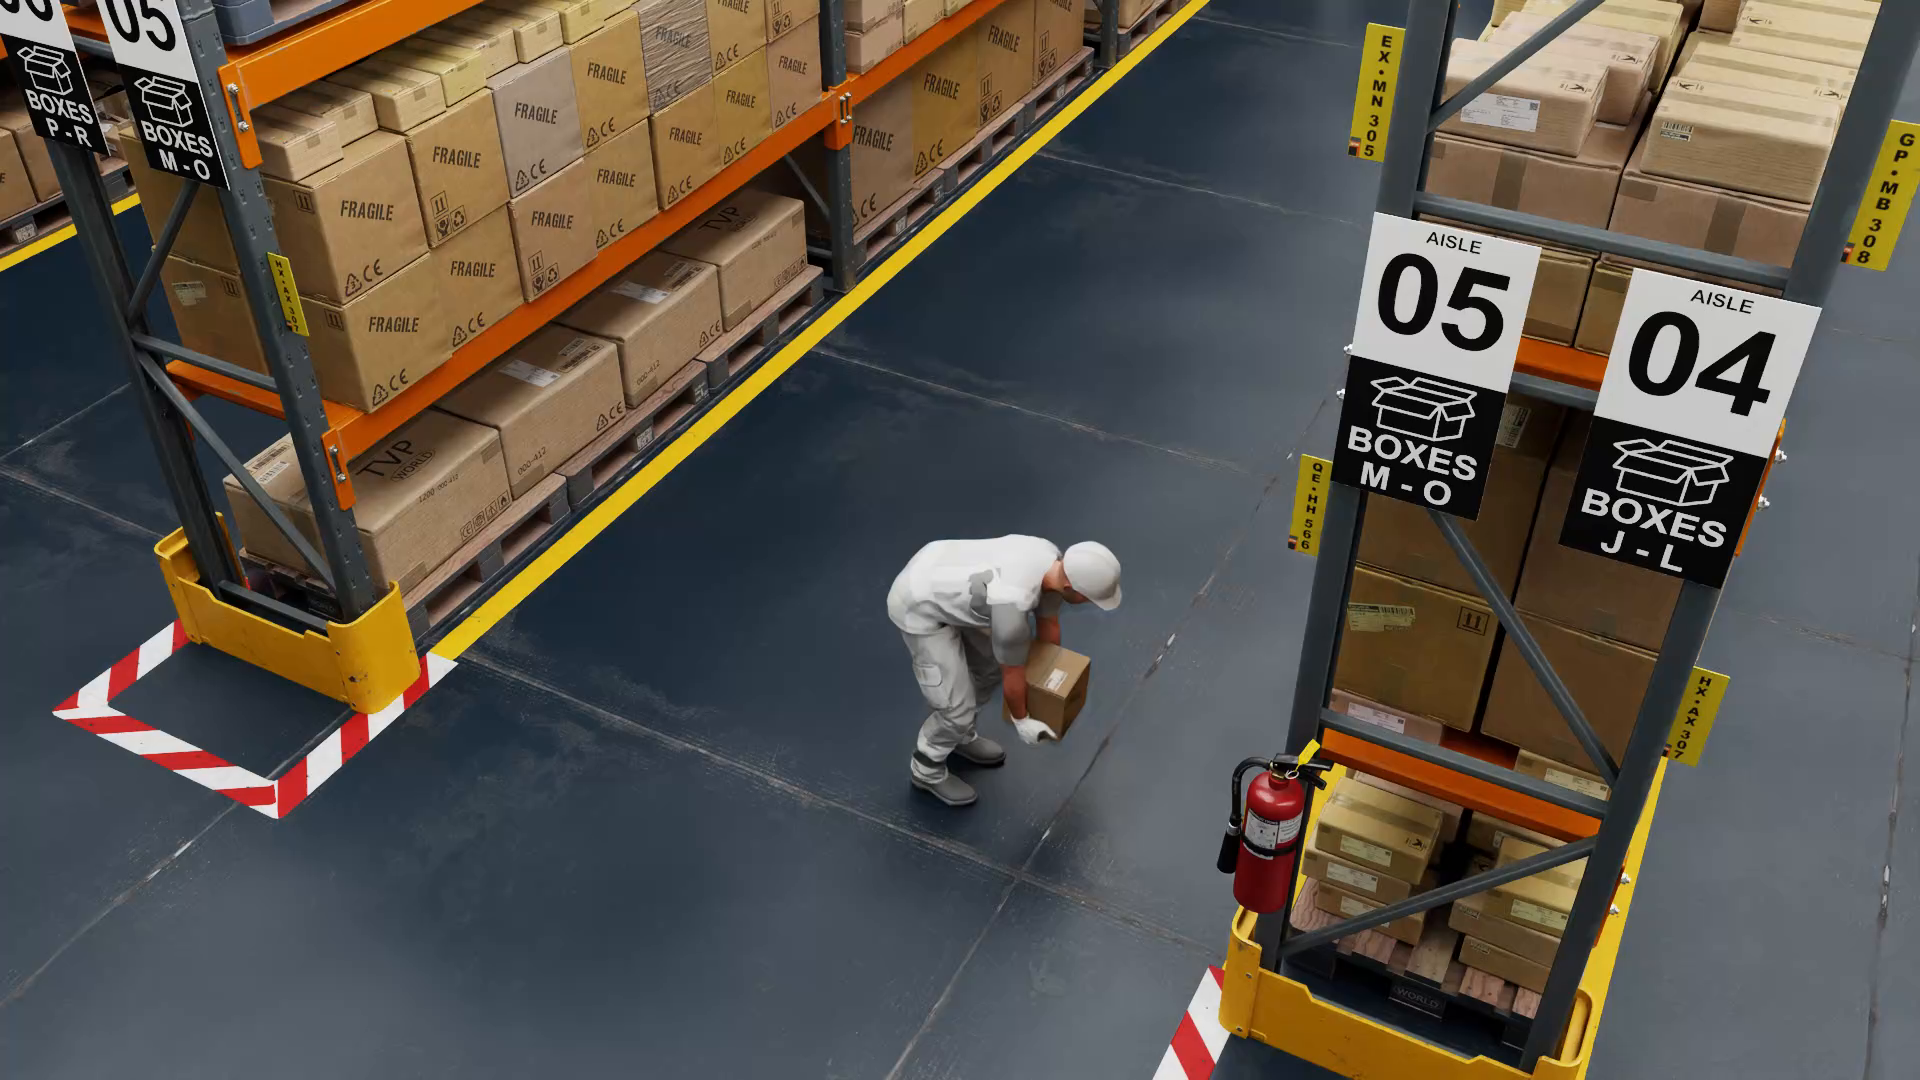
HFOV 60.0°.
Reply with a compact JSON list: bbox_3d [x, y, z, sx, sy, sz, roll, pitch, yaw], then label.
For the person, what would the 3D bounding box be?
[{"bbox_3d":[0.165,0.478,6.463,0.899,1.354,0.497,16,41,20],"label":"person"}]
